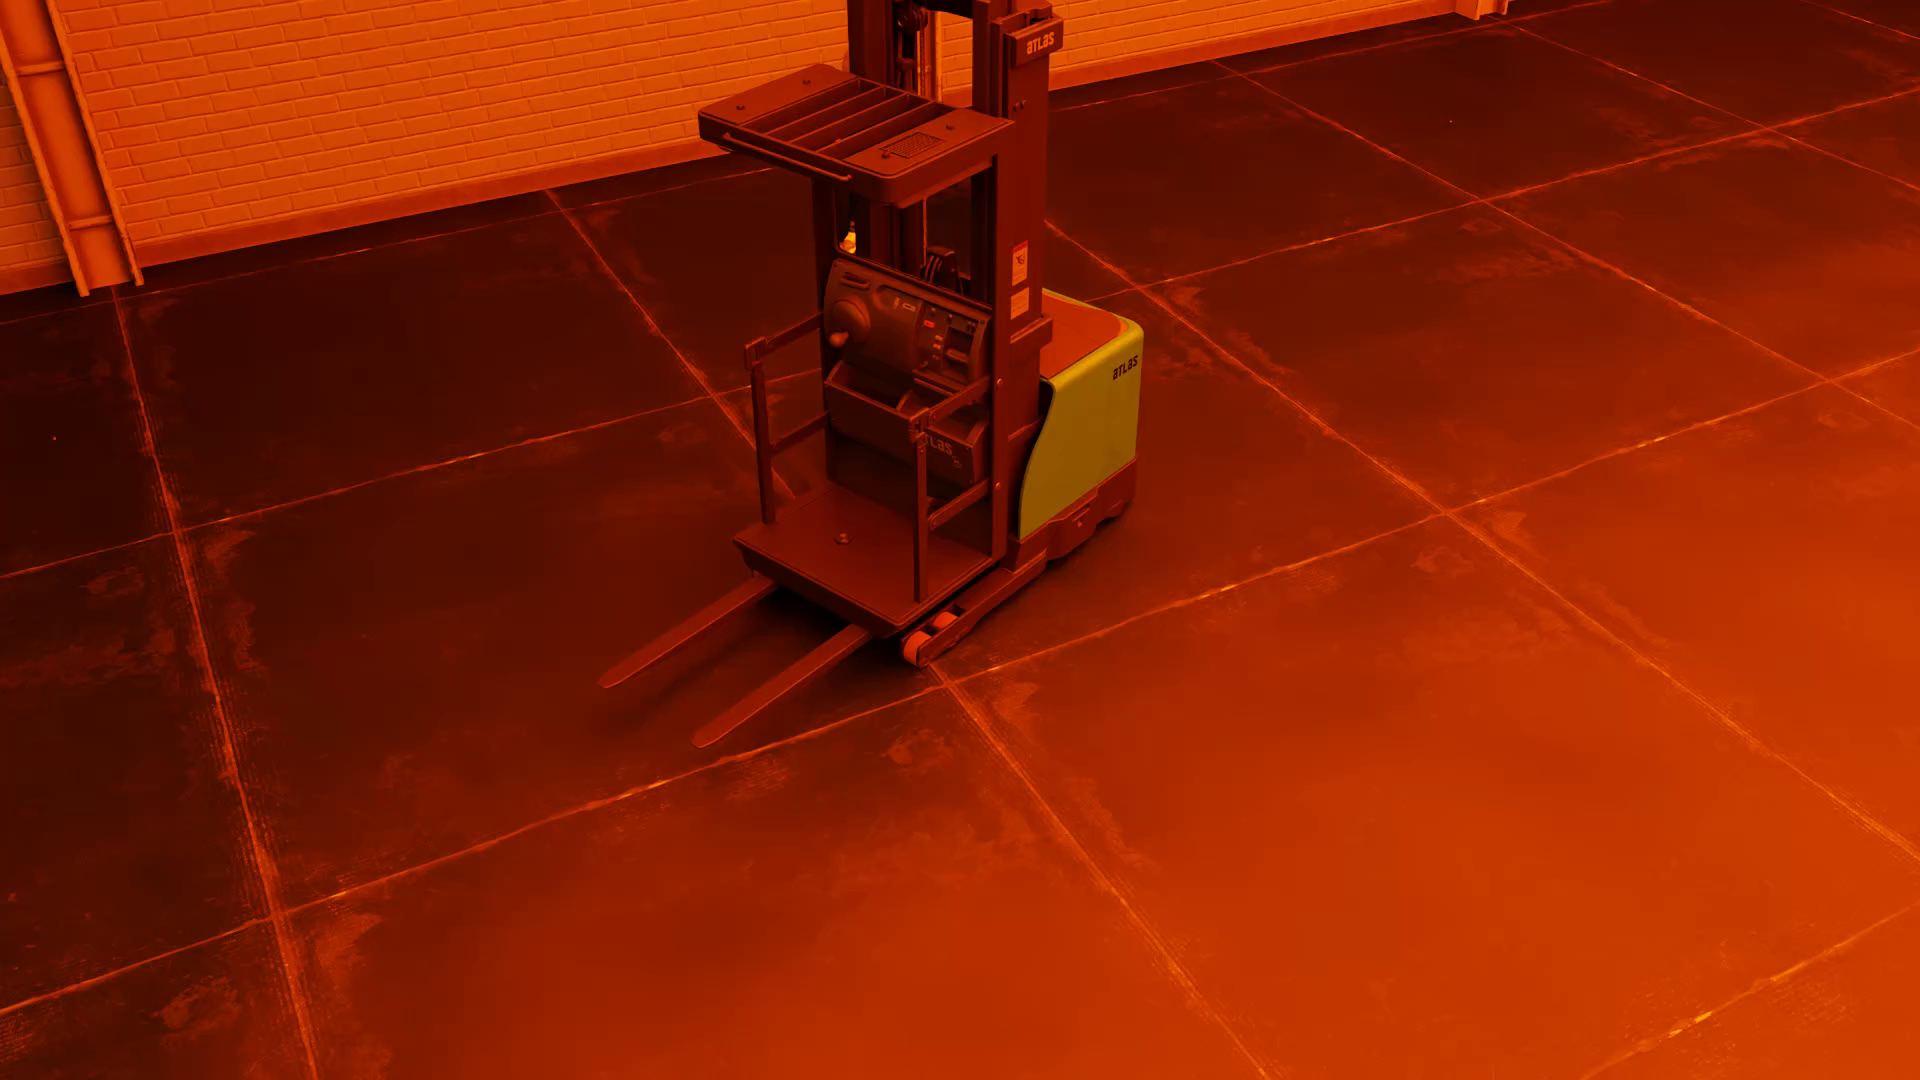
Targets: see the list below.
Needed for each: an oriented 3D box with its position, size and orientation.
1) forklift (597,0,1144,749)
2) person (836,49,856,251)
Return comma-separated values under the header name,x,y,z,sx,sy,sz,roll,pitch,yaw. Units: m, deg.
name,x,y,z,sx,sy,sz,roll,pitch,yaw
forklift,-0.390,-0.927,7.434,1.130,2.935,3.031,26,43,31
person,-0.573,-2.743,11.168,0.549,1.596,0.391,-2,35,-3
